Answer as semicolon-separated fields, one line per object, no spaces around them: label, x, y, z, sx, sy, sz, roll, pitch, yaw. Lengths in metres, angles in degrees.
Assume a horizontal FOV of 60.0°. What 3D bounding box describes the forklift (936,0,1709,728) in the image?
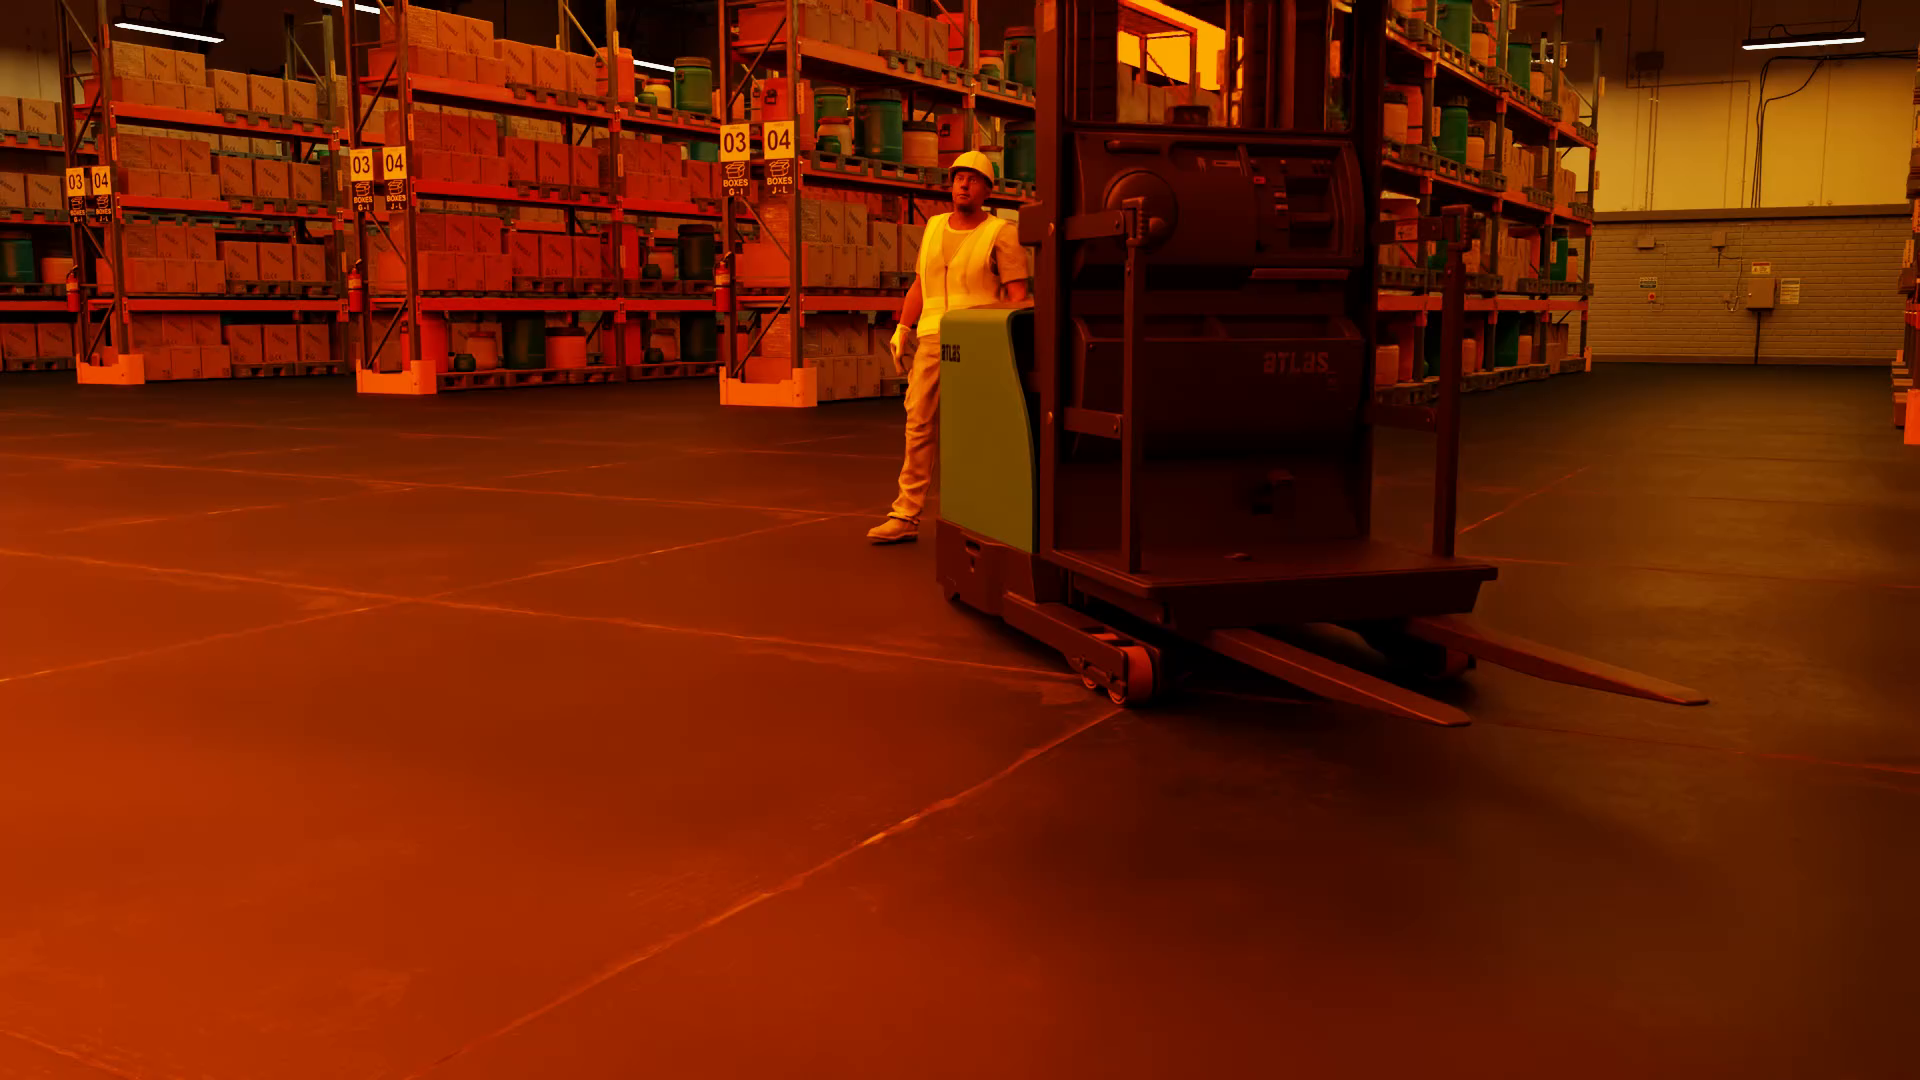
forklift;0.852;-1.061;4.784;1.130;2.935;3.031;-3;8;-18

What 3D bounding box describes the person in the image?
person;-0.043;-0.883;7.632;0.657;1.785;0.575;4;9;29
